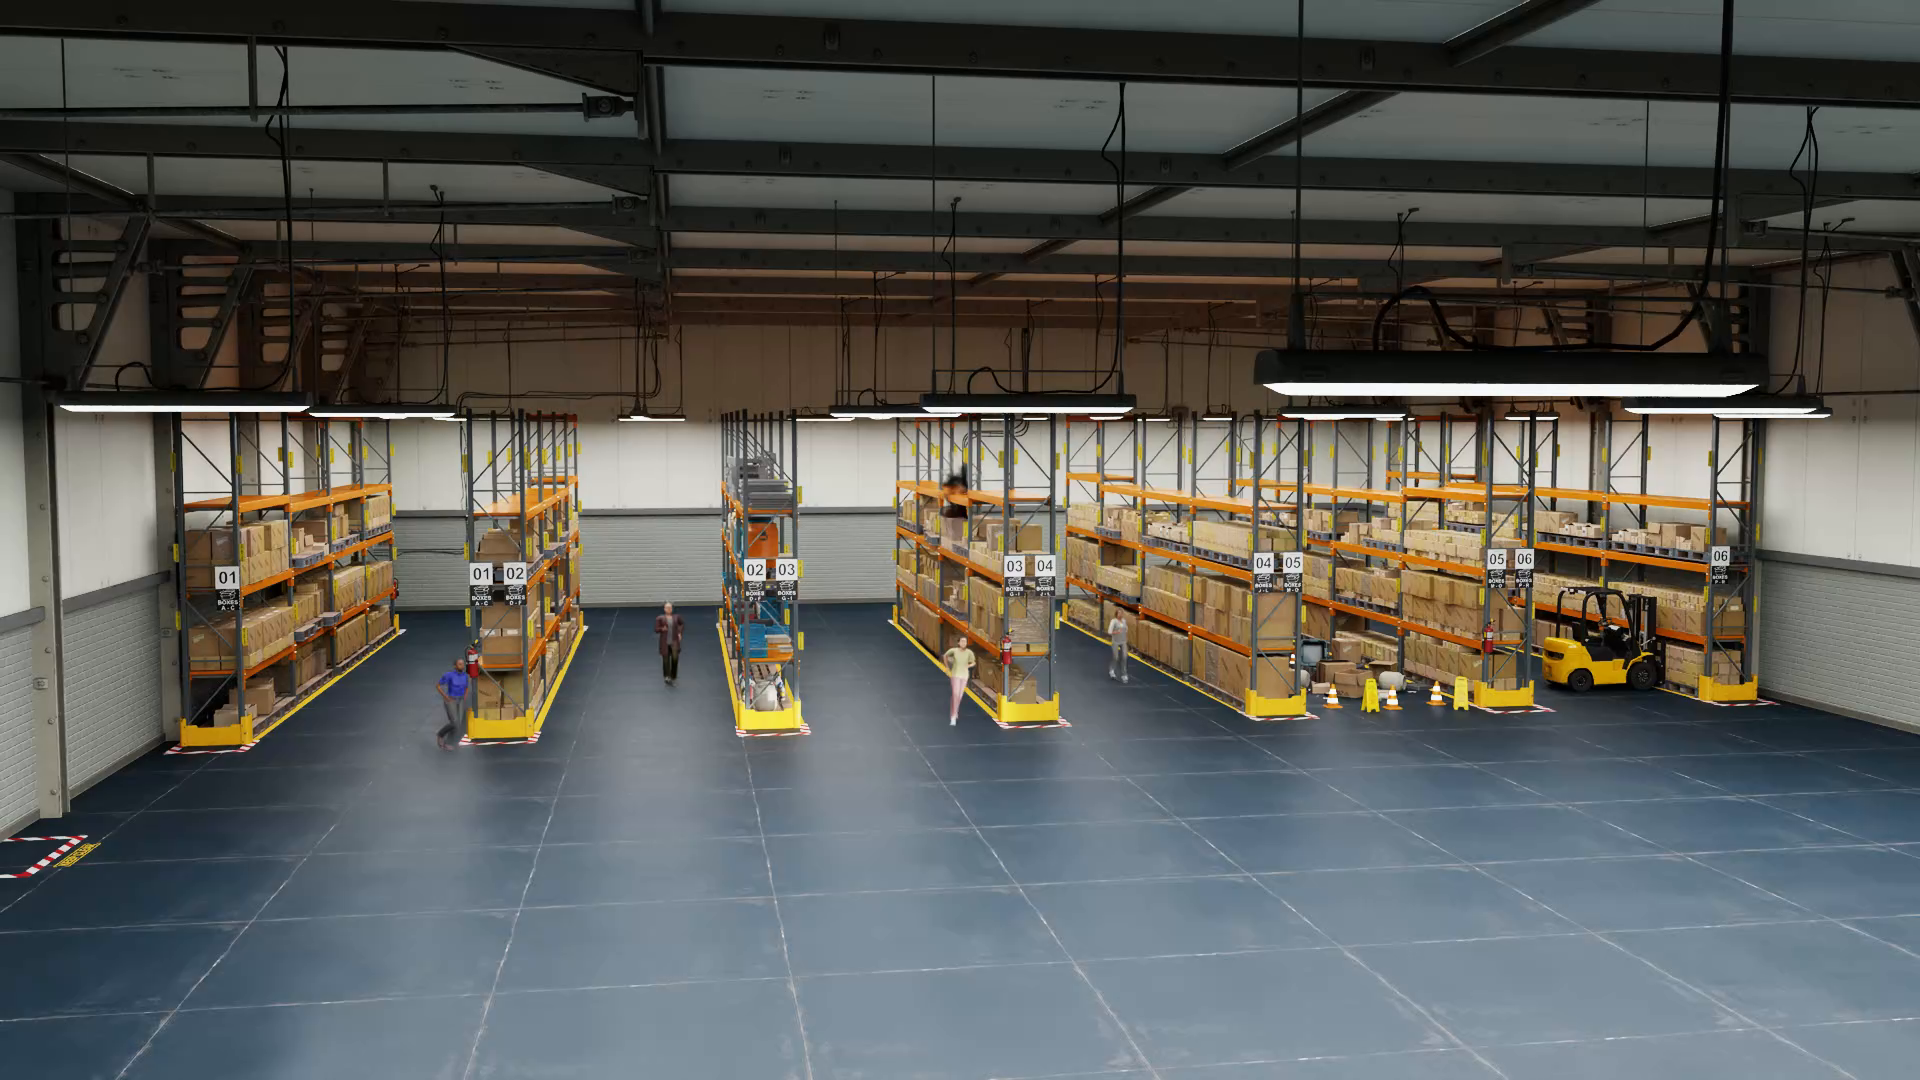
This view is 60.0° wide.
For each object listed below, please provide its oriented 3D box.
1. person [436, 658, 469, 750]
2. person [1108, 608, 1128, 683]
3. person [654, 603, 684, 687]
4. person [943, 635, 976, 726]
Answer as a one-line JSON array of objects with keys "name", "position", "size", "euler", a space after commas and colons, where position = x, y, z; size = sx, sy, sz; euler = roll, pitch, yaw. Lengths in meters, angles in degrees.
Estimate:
[{"name": "person", "position": [-8.882, 2.884, 29.282], "size": [0.512, 1.601, 0.577], "euler": [3, 5, 36]}, {"name": "person", "position": [3.533, 2.324, 36.983], "size": [0.532, 1.605, 0.798], "euler": [-1, 4, -16]}, {"name": "person", "position": [-6.363, 2.306, 36.423], "size": [0.685, 1.832, 0.793], "euler": [-1, 4, -14]}, {"name": "person", "position": [0.003, 2.672, 31.999], "size": [0.582, 1.709, 0.790], "euler": [-1, 4, -16]}]
